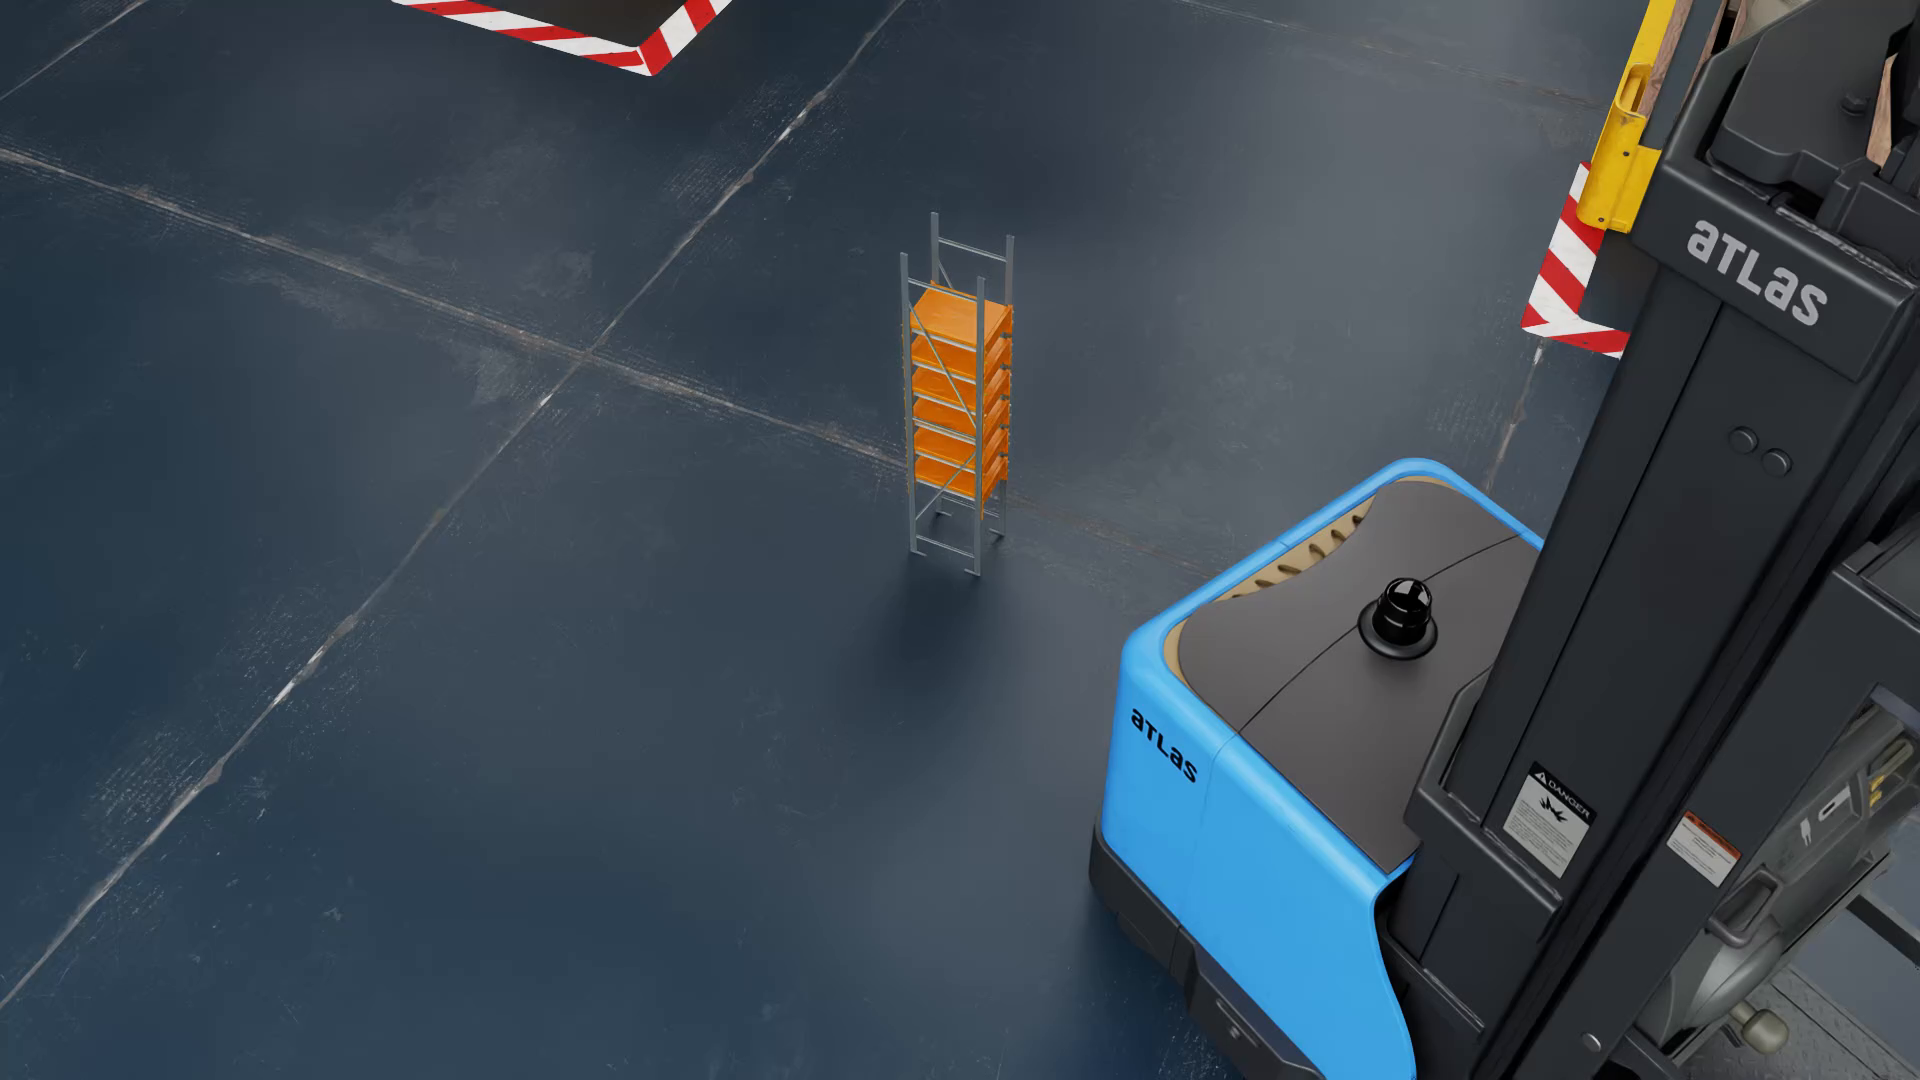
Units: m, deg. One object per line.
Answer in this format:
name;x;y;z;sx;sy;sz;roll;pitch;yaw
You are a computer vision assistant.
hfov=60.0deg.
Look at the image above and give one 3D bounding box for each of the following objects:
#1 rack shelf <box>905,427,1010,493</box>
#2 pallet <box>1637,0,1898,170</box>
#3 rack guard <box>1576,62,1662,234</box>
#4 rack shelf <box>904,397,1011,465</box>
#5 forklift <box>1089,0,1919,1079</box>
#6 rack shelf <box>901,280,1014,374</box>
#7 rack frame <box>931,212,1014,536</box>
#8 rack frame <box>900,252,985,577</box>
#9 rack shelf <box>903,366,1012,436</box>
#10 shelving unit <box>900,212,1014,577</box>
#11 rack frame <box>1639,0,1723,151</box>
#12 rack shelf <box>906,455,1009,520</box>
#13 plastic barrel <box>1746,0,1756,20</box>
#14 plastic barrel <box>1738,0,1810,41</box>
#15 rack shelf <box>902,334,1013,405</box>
rack shelf;-0.006;-0.272;4.910;0.258;0.103;0.180;20;52;16
pallet;3.265;-1.758;6.607;1.003;0.211;1.213;20;52;16
rack guard;2.913;-1.294;6.023;1.175;0.500;0.348;20;52;16
rack shelf;-0.006;-0.350;4.818;0.258;0.103;0.180;20;52;16
forklift;1.639;0.633;2.787;1.130;2.935;3.031;-31;56;-23
rack shelf;-0.006;-0.583;4.544;0.258;0.103;0.180;20;52;16
rack frame;0.033;-0.442;4.838;0.240;1.200;0.006;20;52;16
rack frame;-0.045;-0.316;4.731;0.240;1.200;0.006;20;52;16
rack shelf;-0.006;-0.428;4.727;0.258;0.103;0.180;20;52;16
shelving unit;-0.006;-0.379;4.785;0.258;1.200;0.189;20;52;16
rack frame;2.923;-2.036;5.013;1.000;3.000;0.127;20;52;16
rack shelf;-0.006;-0.195;5.001;0.258;0.103;0.180;20;52;16
plastic barrel;3.349;-2.189;6.501;0.421;0.512;0.421;0;50;0
plastic barrel;3.135;-1.844;6.208;0.421;0.512;0.421;0;50;0
rack shelf;-0.006;-0.506;4.636;0.258;0.103;0.180;20;52;16
